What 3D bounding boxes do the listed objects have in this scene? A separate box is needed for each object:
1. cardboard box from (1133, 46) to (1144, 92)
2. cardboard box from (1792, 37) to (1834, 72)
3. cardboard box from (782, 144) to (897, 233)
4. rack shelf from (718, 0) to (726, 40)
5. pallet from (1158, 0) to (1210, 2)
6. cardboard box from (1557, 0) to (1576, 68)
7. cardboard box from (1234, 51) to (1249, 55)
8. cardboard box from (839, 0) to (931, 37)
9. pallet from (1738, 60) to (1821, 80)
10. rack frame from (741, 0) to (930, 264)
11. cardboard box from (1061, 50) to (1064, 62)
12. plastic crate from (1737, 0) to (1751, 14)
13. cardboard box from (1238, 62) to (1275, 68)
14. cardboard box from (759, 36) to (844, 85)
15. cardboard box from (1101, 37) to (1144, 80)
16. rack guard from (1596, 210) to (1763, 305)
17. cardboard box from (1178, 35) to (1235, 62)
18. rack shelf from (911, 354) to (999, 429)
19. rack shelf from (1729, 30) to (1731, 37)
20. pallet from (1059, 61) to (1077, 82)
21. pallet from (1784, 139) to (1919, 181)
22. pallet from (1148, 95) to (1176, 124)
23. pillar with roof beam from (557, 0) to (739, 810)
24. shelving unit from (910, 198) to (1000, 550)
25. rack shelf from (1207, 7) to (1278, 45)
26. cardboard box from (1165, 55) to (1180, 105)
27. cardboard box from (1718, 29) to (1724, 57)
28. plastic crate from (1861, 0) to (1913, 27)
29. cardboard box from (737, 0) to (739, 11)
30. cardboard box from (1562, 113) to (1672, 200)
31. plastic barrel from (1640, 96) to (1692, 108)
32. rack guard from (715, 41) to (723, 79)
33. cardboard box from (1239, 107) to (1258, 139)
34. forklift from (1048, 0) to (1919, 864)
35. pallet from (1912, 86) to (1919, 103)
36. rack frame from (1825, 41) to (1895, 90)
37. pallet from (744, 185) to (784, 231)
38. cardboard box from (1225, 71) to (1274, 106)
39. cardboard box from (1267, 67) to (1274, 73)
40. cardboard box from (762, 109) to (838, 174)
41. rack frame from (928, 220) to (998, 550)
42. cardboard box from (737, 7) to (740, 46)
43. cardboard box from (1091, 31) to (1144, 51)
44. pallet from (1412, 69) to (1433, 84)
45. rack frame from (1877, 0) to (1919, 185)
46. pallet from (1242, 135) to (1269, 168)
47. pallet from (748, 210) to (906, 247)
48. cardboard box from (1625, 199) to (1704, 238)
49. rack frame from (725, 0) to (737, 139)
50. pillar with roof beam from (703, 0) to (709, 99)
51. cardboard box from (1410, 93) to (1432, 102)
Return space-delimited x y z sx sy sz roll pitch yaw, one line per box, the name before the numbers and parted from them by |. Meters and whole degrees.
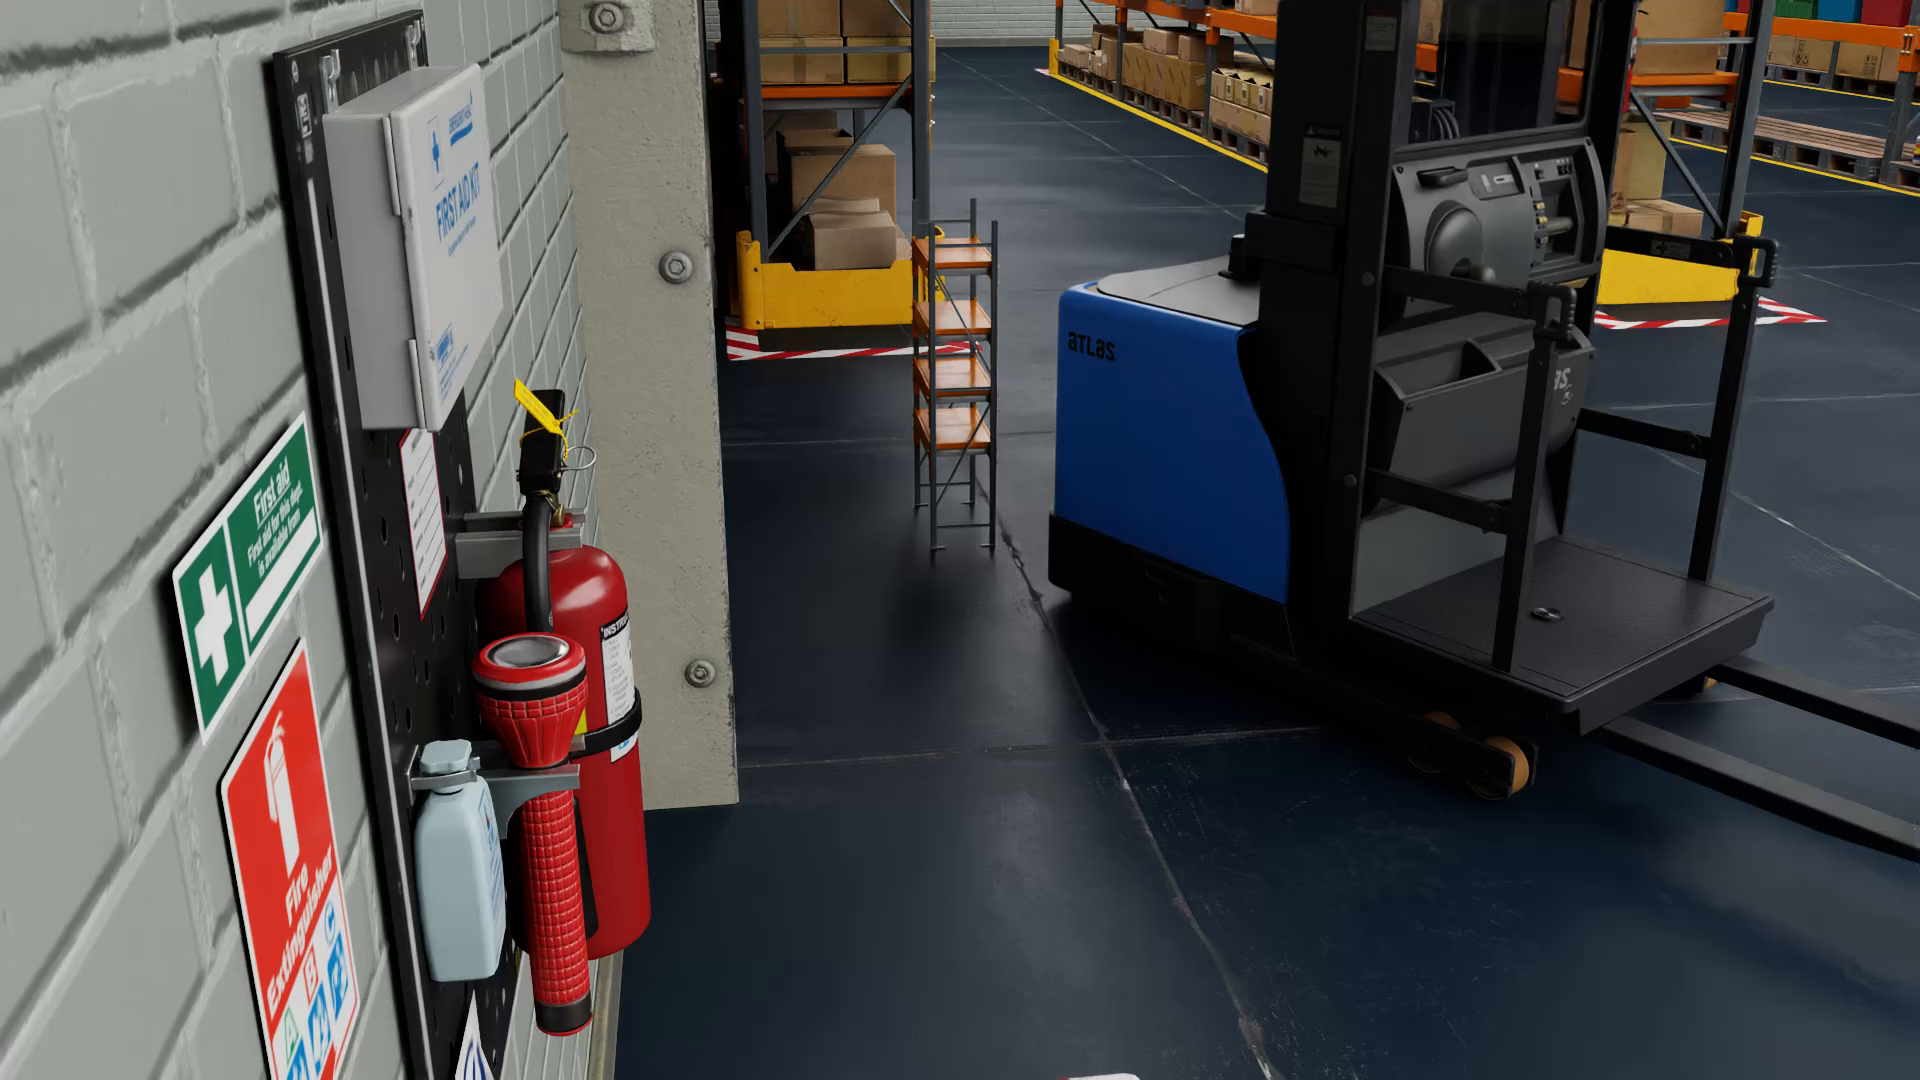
cardboard box | 2.417 -5.731 20.218 0.500 0.500 0.500 -3 21 -7
cardboard box | 12.288 -6.992 23.087 0.875 0.875 0.875 -3 21 -8
cardboard box | -0.820 -2.387 11.264 0.700 0.500 0.500 -4 21 -11
rack shelf | -2.112 -5.779 18.431 1.077 0.370 4.000 -3 21 -8
pallet | 2.792 -6.258 18.959 1.003 0.211 1.213 -3 21 -8
cardboard box | 4.096 -3.296 10.611 0.700 0.500 0.500 -2 21 -6
cardboard box | 3.066 -5.418 19.378 0.500 0.500 0.500 -4 21 -10
cardboard box | -0.442 -3.125 9.410 0.500 0.500 0.500 -3 21 -8
pallet | 12.093 -6.943 24.503 1.003 0.211 1.213 -3 21 -8
rack frame | -0.671 -2.654 9.035 1.000 3.000 0.127 -3 21 -8
cardboard box | 1.681 -7.075 24.292 0.380 0.166 0.250 -3 21 -8
plastic crate | 7.910 -5.379 16.238 0.402 0.464 0.583 -3 21 -8
cardboard box | 3.295 -4.882 17.944 0.500 0.500 0.500 -2 21 -5
cardboard box | -0.930 -2.745 9.465 0.500 0.250 0.500 -3 21 -7
cardboard box | 2.138 -6.278 21.682 0.500 0.500 0.500 -3 21 -8
rack guard | 4.234 -1.726 10.123 1.175 0.500 0.348 -3 21 -8
cardboard box | 2.698 -5.393 18.240 0.500 0.250 0.500 -2 21 -6
rack shelf | -0.024 -0.556 6.183 0.258 0.148 0.480 -3 21 -8
rack shelf | 7.691 -6.279 19.769 1.077 0.370 4.000 -3 21 -8
pallet | 2.051 -6.836 24.218 1.003 0.211 1.213 -3 21 -8
pallet | 8.405 -3.502 15.292 1.003 0.211 1.213 -3 21 -8
pallet | 2.835 -5.051 19.437 1.003 0.211 1.213 -3 21 -8
pillar with roof beam | 3.497 -3.803 3.537 9.100 9.000 0.400 -3 21 -8
shelving unit | -0.024 -0.619 6.160 0.258 1.200 0.503 -3 21 -8
rack shelf | 3.366 -4.646 15.395 1.077 0.370 4.000 -3 21 -8
cardboard box | 2.636 -5.201 18.799 0.500 0.500 0.500 -4 21 -10
cardboard box | 11.899 -7.927 25.590 0.875 0.875 0.875 -3 21 -8
plastic crate | 8.184 -4.721 14.477 0.402 0.464 0.583 -3 21 -8
cardboard box | -1.316 -3.977 11.691 0.500 0.500 0.500 -3 21 -8
cardboard box | 4.299 -2.535 10.974 0.500 0.500 0.500 -3 21 -8
plastic barrel | 7.892 -5.272 18.546 0.600 0.830 0.708 -3 21 -8
rack guard | -2.981 -7.031 24.327 1.175 0.500 0.348 -3 21 -8
cardboard box | 3.017 -4.034 16.059 0.500 0.250 0.500 -3 21 -9
forklift | 1.621 -0.885 4.396 1.130 2.935 3.031 -16 26 -36
pallet | 12.669 -5.565 20.815 1.003 0.211 1.213 -3 21 -8
rack frame | 12.304 -7.558 22.166 1.000 3.000 0.127 -3 21 -8
pallet | -1.116 -2.502 12.613 1.003 0.211 1.213 -3 21 -8
cardboard box | 2.946 -4.469 16.422 0.500 0.311 0.500 -3 21 -9
cardboard box | 3.397 -4.677 16.981 0.500 0.311 0.500 -2 21 -6
cardboard box | -1.370 -3.328 13.784 0.700 0.500 0.500 -2 21 -6
rack frame | 0.011 -0.535 5.933 0.240 1.200 0.015 -3 21 -8
cardboard box | -1.392 -3.805 12.301 0.500 0.250 0.500 -3 21 -7
cardboard box | 2.225 -6.747 22.932 0.797 0.503 0.637 -3 21 -8
pallet | 7.079 -6.678 23.795 1.003 0.211 1.213 -3 21 -8
rack frame | 8.556 -4.539 14.081 1.000 3.000 0.127 -3 21 -8
pallet | 3.330 -3.660 15.715 1.003 0.211 1.213 -3 21 -8
pallet | -0.936 -2.079 11.480 1.003 0.211 1.213 -3 21 -8
cardboard box | 4.373 -2.011 10.642 0.500 0.250 0.500 -3 21 -8
rack frame | -1.824 -5.424 16.451 1.000 3.000 0.127 -3 21 -8
pillar with roof beam | 0.903 -10.035 20.223 9.100 9.000 0.400 -3 21 -8
cardboard box | 3.555 -3.027 12.293 0.500 0.500 0.500 -3 21 -8
